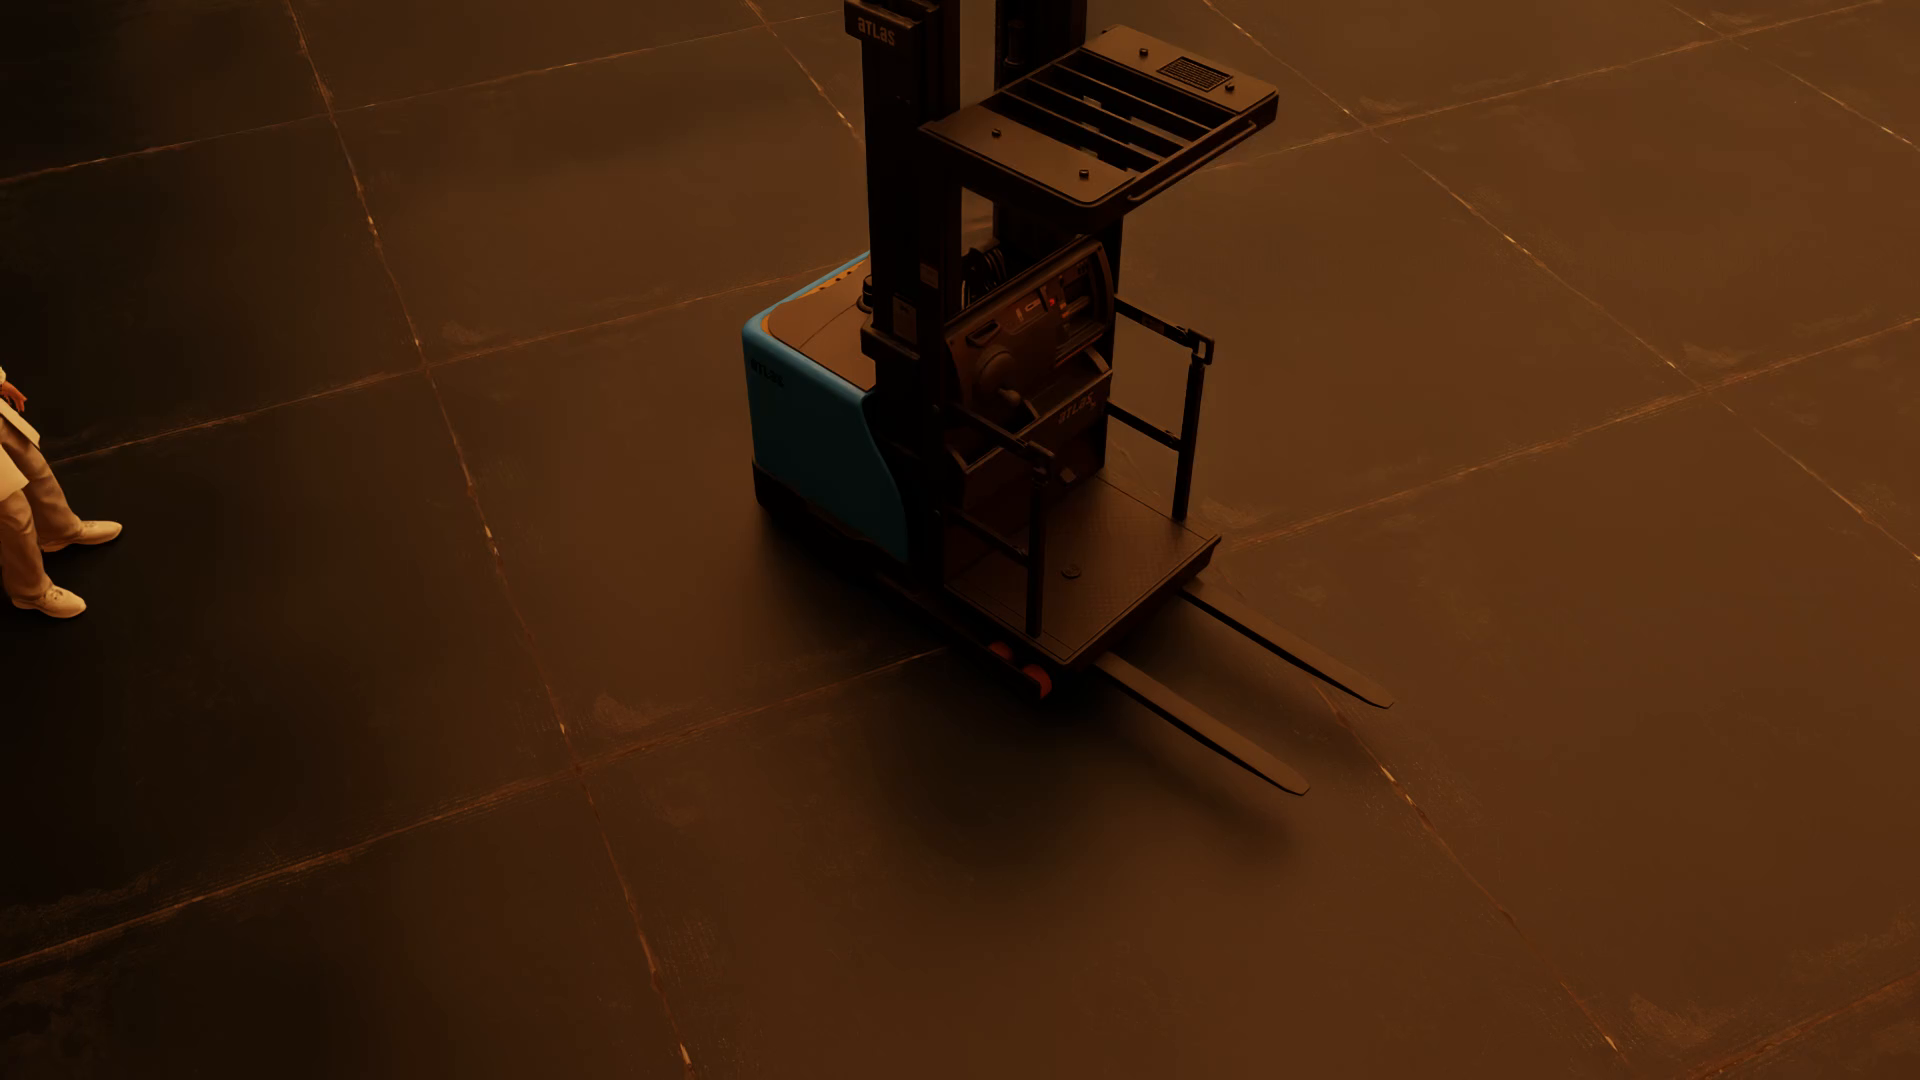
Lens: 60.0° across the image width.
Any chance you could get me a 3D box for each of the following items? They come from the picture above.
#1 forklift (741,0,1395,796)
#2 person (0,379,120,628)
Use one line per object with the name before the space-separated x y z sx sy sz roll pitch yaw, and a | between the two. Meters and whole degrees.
forklift | 0.445 -0.788 6.525 3.031 2.935 1.130 32 52 30
person | -4.123 -0.452 7.011 0.455 1.783 0.712 -2 43 -2
